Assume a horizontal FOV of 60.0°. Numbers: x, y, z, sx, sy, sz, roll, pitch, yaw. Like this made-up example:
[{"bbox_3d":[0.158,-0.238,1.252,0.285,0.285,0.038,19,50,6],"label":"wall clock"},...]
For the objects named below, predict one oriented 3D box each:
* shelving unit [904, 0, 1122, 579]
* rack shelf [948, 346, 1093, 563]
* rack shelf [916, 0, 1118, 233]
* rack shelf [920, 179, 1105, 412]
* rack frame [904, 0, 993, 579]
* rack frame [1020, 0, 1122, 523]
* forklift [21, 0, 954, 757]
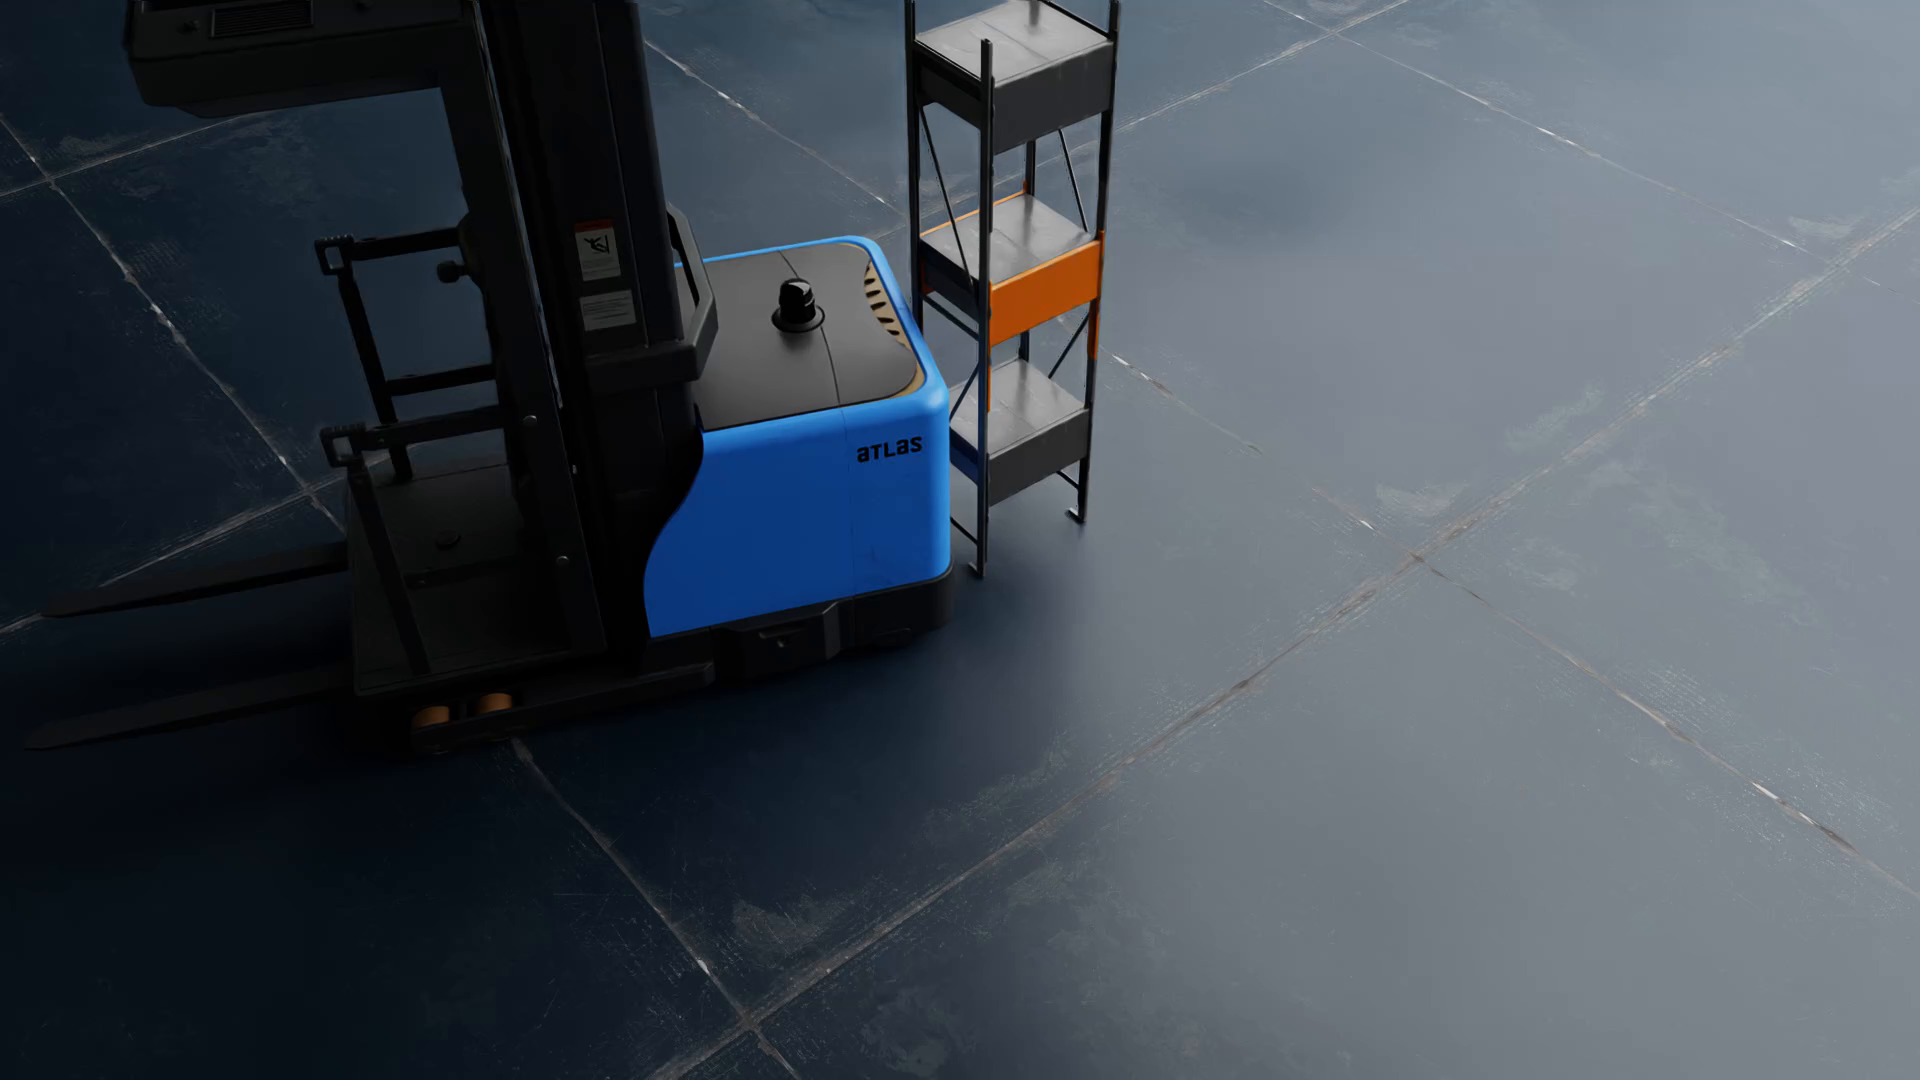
[{"bbox_3d":[0.158,-0.838,5.608,0.503,2.100,0.431,-28,50,-27],"label":"shelving unit"},{"bbox_3d":[0.159,-0.317,6.096,0.480,0.518,0.431,-28,50,-27],"label":"rack shelf"},{"bbox_3d":[0.157,-1.340,5.139,0.480,0.518,0.431,-28,50,-27],"label":"rack shelf"},{"bbox_3d":[0.158,-0.829,5.618,0.480,0.518,0.431,-28,50,-27],"label":"rack shelf"},{"bbox_3d":[-0.035,-0.736,5.499,0.015,2.100,0.400,-28,50,-27],"label":"rack frame"},{"bbox_3d":[0.351,-0.941,5.717,0.015,2.100,0.400,-28,50,-27],"label":"rack frame"},{"bbox_3d":[-1.596,-0.766,4.924,3.031,2.935,1.130,-12,44,-12],"label":"forklift"}]
